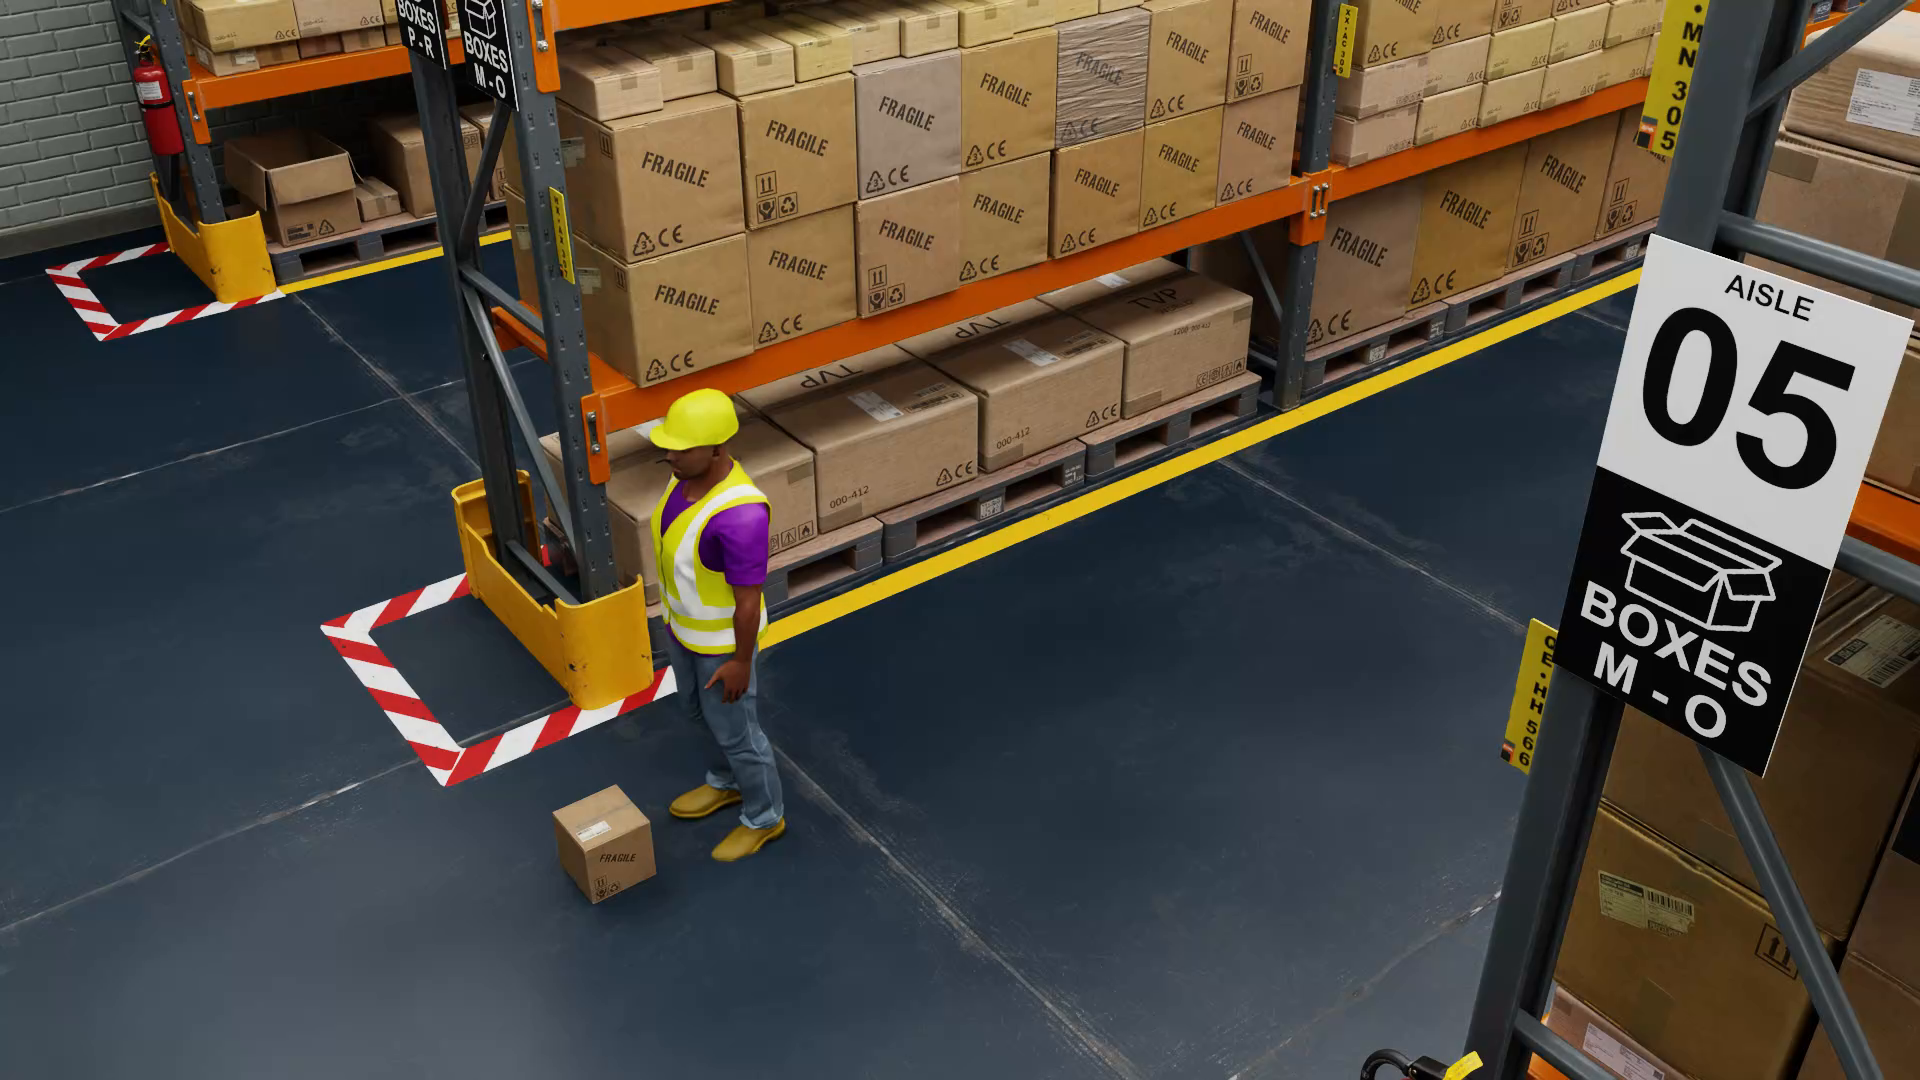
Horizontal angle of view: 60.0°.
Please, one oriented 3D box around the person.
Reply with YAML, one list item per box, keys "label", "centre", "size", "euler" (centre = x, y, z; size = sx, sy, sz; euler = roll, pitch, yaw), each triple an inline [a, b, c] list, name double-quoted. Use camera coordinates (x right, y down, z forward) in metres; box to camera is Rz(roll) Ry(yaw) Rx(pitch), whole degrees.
- label: "person"
  centre: [-0.836, 0.305, 5.650]
  size: [0.368, 1.785, 0.564]
  euler: [-17, 36, -25]
